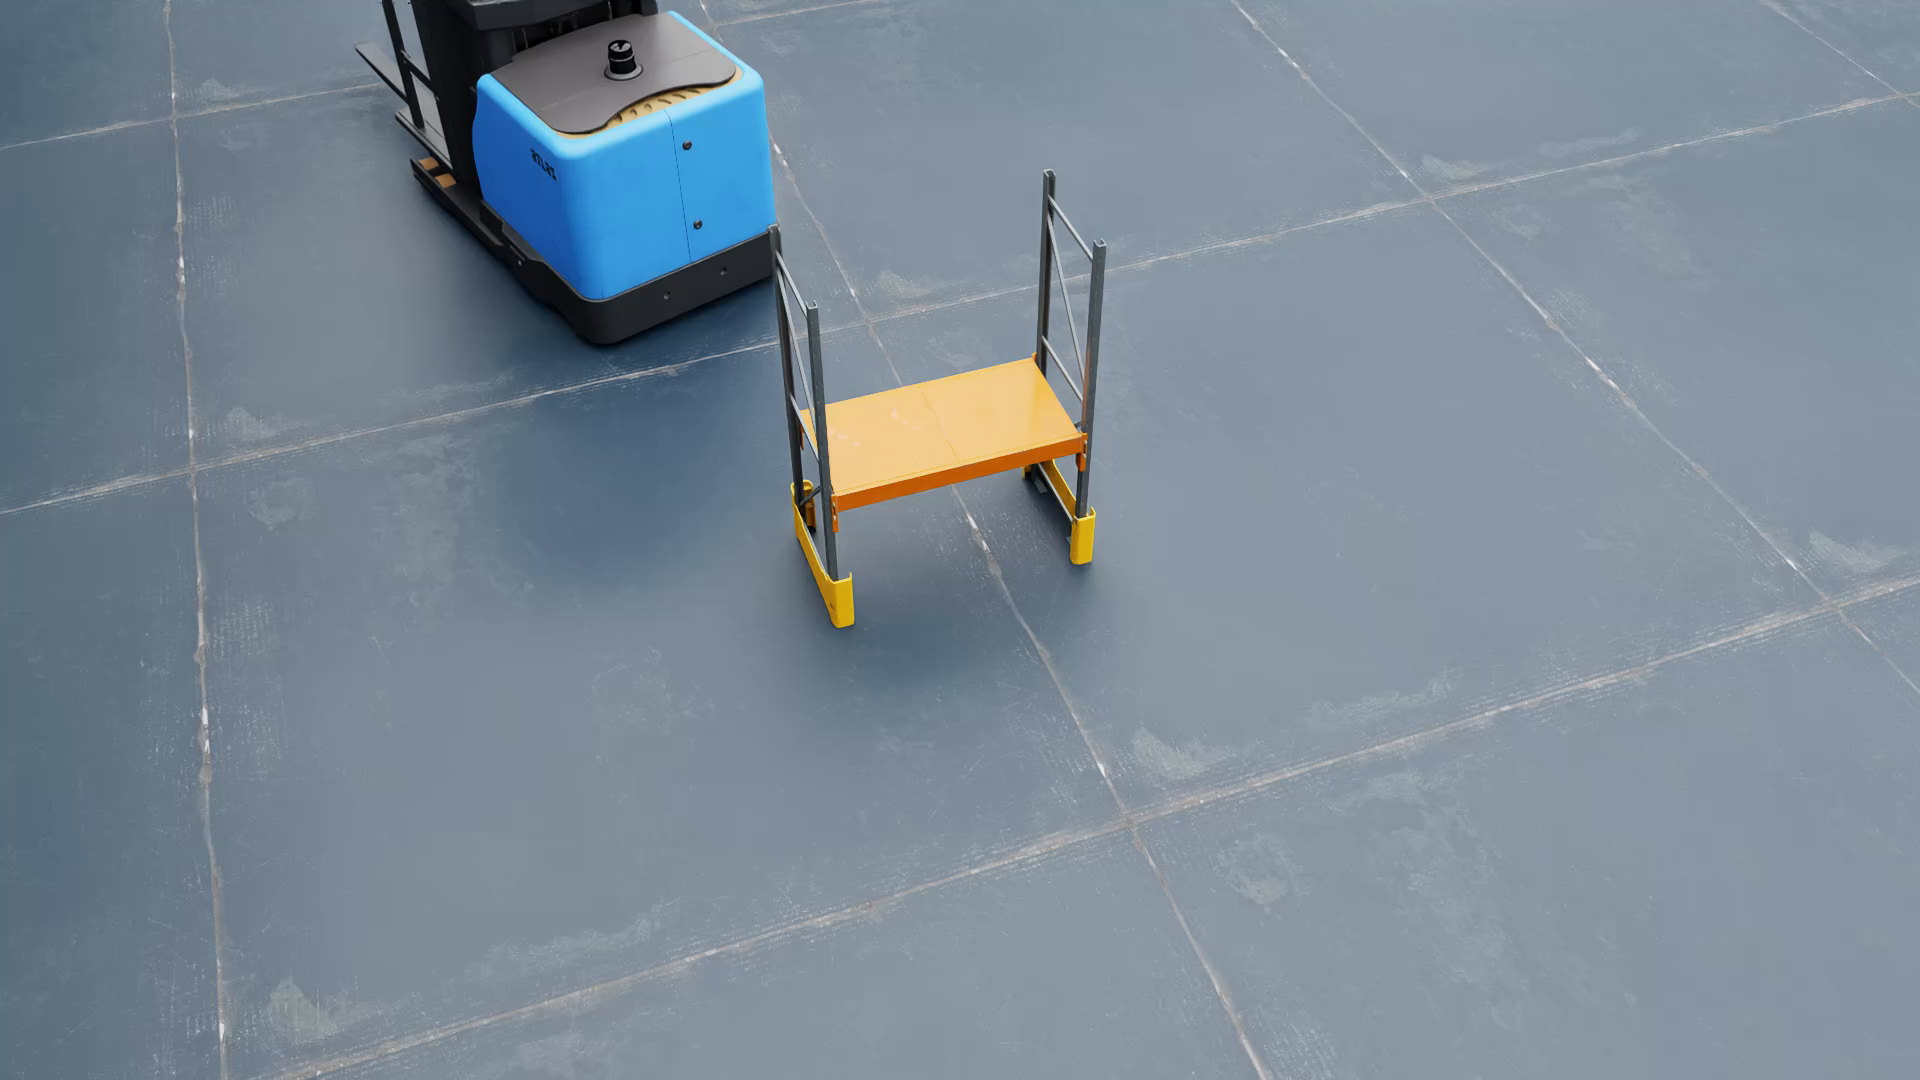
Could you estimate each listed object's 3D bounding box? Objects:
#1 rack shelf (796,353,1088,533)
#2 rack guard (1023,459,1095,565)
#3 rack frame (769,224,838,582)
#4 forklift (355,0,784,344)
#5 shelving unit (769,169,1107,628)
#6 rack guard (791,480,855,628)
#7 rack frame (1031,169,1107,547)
[{"bbox_3d":[-0.080,-0.382,6.326,1.000,0.185,0.538,-14,47,-14],"label":"rack shelf"},{"bbox_3d":[0.397,-0.190,6.763,0.087,0.250,0.587,-14,47,-14],"label":"rack guard"},{"bbox_3d":[-0.558,-0.387,6.076,0.032,1.500,0.500,-14,47,-14],"label":"rack frame"},{"bbox_3d":[-2.146,-2.915,7.586,1.130,2.935,3.031,-29,52,-26],"label":"forklift"},{"bbox_3d":[-0.072,-0.511,6.201,1.083,1.500,0.587,-14,47,-14],"label":"shelving unit"},{"bbox_3d":[-0.540,0.050,6.524,0.087,0.250,0.587,-14,47,-14],"label":"rack guard"},{"bbox_3d":[0.398,-0.631,6.320,0.032,1.500,0.500,-14,47,-14],"label":"rack frame"}]
